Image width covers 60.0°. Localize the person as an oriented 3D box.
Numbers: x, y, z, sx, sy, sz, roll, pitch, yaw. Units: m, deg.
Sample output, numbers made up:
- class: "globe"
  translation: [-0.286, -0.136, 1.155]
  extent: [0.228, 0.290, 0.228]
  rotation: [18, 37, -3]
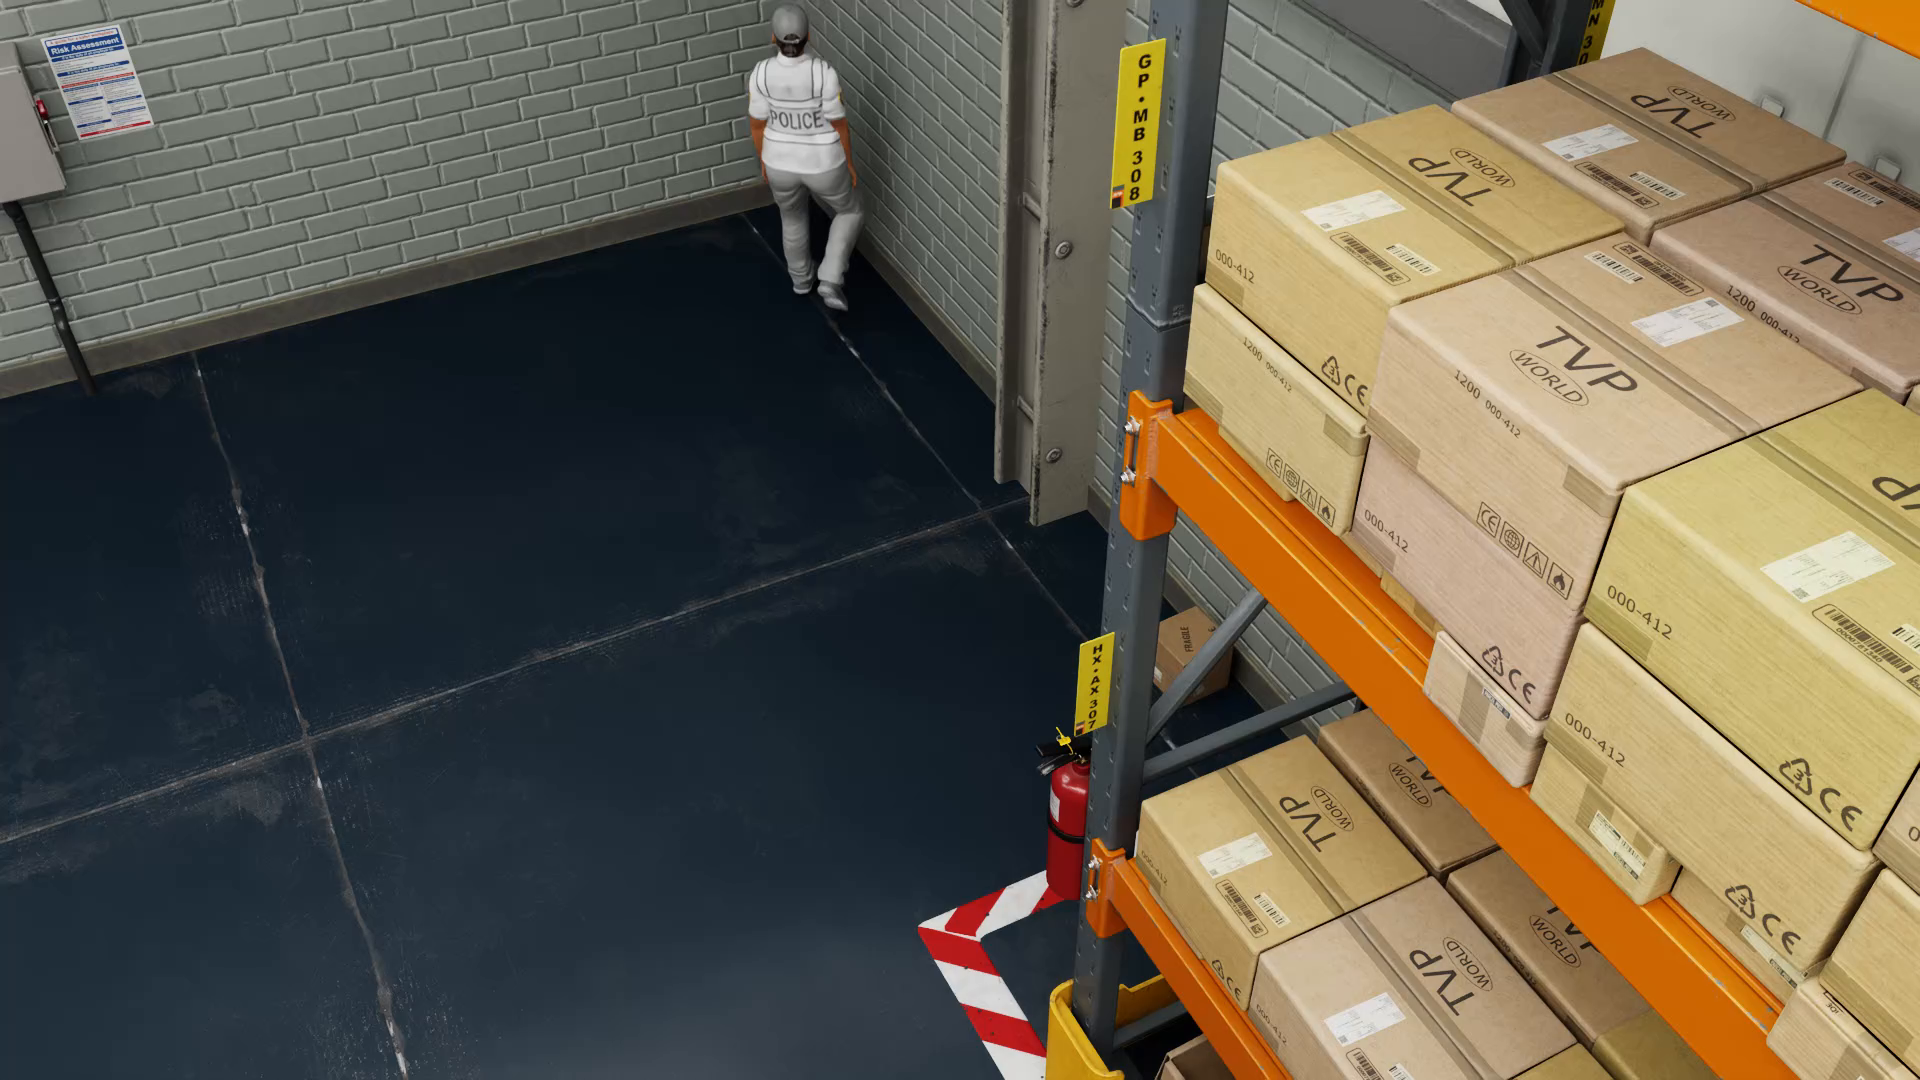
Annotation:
- class: "person"
  translation: [-0.756, -1.898, 8.272]
  extent: [0.512, 1.657, 0.618]
  rotation: [6, 42, 7]
